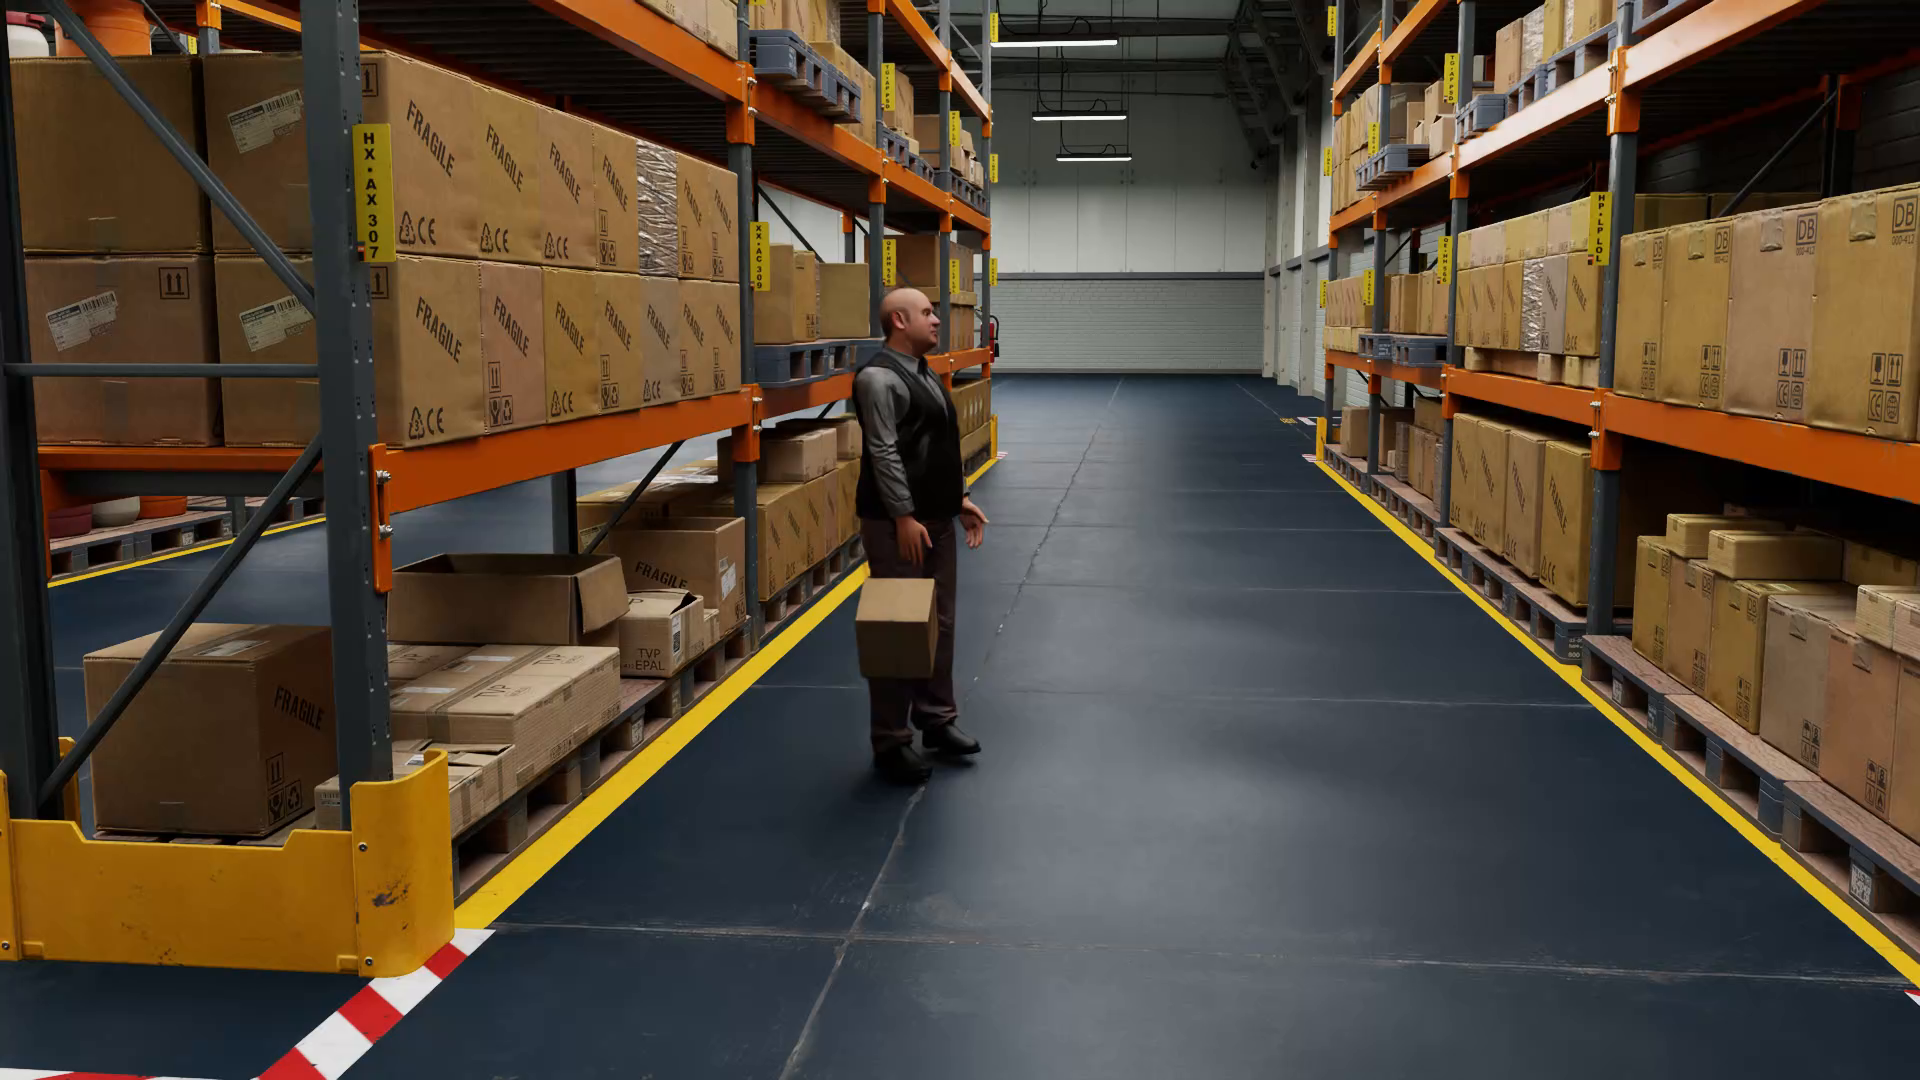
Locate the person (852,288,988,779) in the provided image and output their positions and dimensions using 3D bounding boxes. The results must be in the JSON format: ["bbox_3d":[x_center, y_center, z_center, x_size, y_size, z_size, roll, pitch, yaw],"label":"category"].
[{"bbox_3d":[-0.159,-0.044,6.065,0.444,1.733,0.582,3,8,23],"label":"person"}]
